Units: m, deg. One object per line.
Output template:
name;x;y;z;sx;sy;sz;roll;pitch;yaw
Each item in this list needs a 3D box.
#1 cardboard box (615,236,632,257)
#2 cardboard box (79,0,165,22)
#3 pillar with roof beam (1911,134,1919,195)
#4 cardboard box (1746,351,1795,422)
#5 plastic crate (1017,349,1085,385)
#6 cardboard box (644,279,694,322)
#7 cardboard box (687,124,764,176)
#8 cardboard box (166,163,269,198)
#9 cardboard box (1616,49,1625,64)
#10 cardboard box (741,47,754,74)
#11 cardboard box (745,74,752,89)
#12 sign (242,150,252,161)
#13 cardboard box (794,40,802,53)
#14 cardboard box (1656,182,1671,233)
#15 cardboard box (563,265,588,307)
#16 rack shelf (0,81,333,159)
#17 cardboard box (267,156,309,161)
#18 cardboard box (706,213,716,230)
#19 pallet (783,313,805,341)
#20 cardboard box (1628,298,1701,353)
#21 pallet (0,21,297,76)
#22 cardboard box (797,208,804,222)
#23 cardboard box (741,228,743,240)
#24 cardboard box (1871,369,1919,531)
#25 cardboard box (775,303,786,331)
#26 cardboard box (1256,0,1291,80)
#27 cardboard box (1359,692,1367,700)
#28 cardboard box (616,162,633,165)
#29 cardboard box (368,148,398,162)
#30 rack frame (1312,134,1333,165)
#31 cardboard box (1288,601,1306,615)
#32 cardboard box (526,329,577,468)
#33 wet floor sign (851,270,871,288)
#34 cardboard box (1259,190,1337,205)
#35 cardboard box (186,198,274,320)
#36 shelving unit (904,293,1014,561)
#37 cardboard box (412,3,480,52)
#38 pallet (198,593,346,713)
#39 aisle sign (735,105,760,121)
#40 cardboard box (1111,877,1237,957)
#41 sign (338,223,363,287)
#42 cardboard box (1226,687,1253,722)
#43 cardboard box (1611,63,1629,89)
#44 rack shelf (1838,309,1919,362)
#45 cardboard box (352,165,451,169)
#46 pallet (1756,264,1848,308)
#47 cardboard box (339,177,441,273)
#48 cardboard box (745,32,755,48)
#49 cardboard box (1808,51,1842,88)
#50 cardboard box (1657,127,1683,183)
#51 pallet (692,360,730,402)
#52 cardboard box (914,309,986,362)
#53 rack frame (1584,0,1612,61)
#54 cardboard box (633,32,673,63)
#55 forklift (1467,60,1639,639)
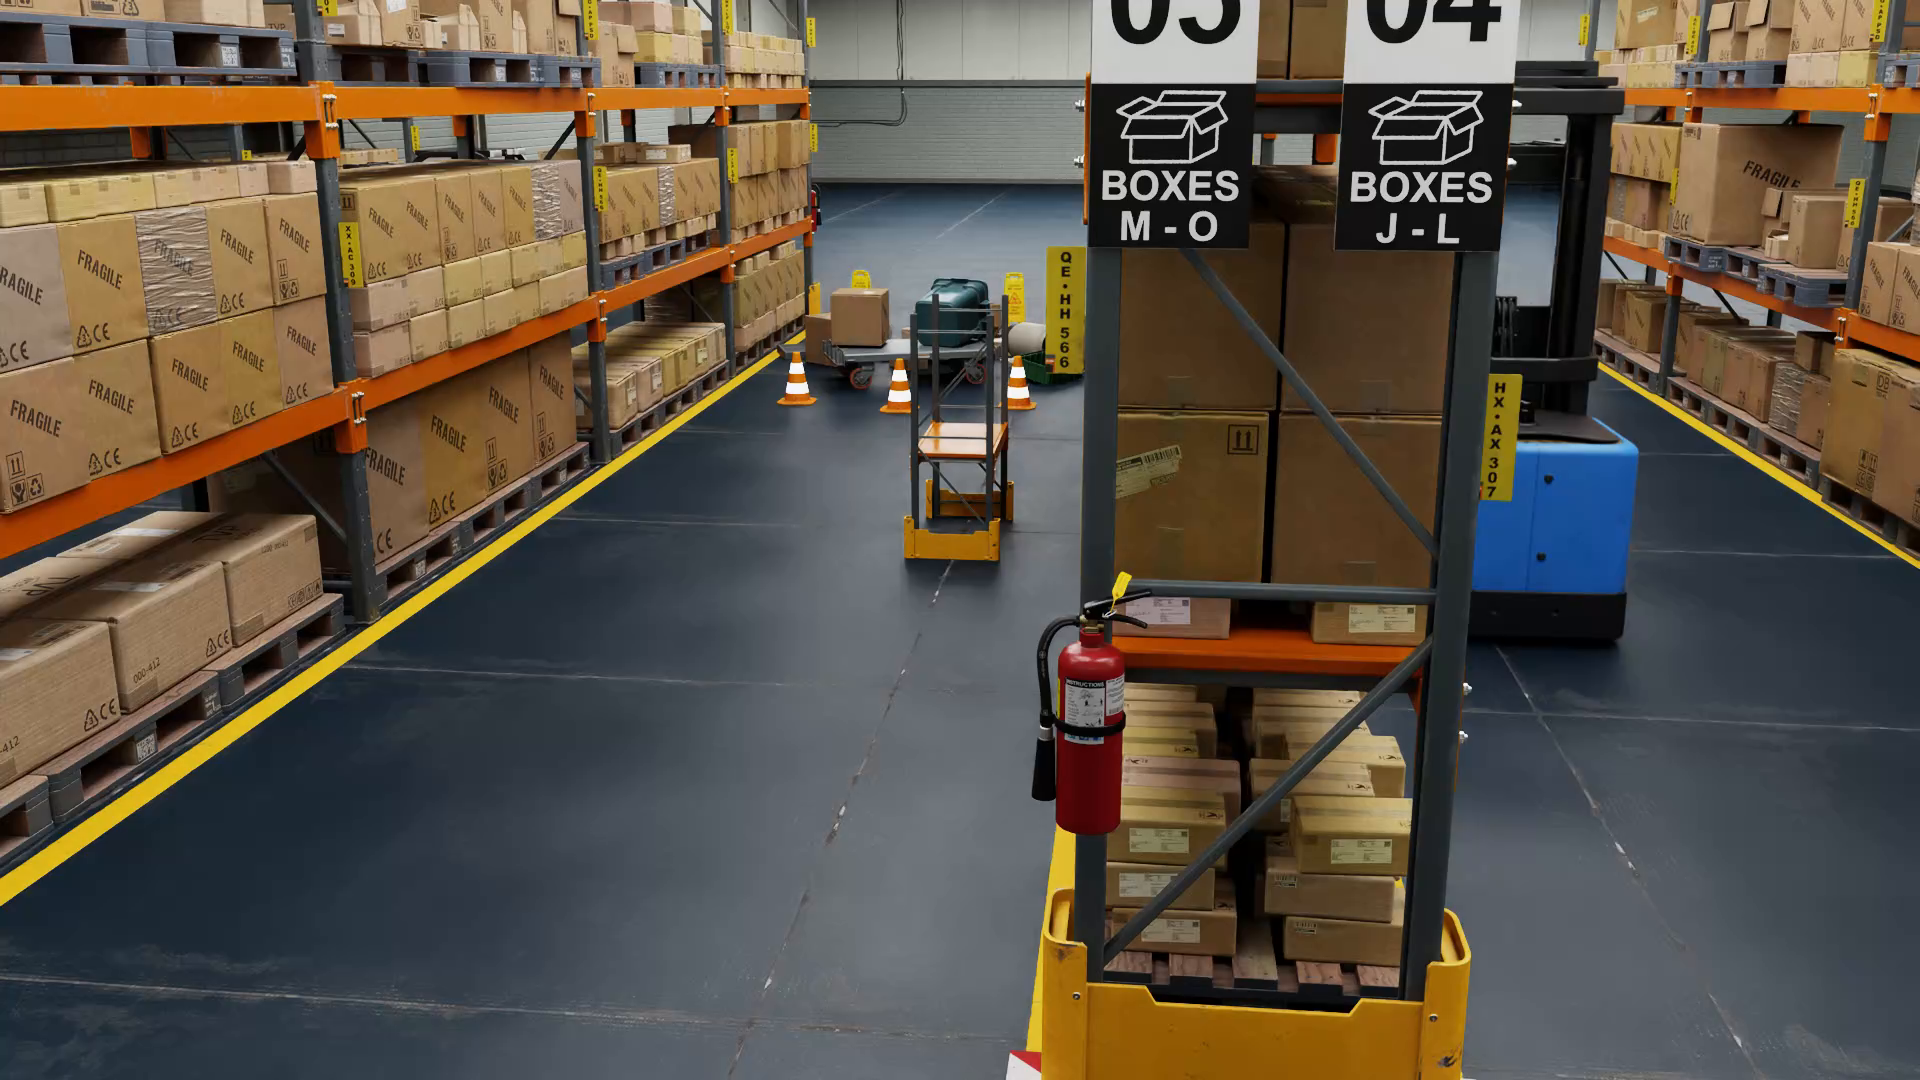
cardboard box;-2.844;-2.353;13.294;0.380;0.149;0.250;1;15;3
cardboard box;-3.779;-2.411;6.893;0.797;0.503;0.637;3;15;11
pillar with roof beam;22.196;-13.993;45.170;9.100;9.000;0.400;2;15;6
cardboard box;6.802;-1.230;13.412;0.700;0.500;0.500;3;15;11
plastic crate;0.892;-1.723;16.563;0.450;0.188;0.662;22;25;31
cardboard box;-2.956;-2.487;17.139;0.500;0.500;0.500;1;15;5
cardboard box;-2.411;-4.002;17.040;0.700;0.500;0.500;2;15;7
cardboard box;-3.515;-1.703;7.864;0.380;0.149;0.250;2;15;8
cardboard box;7.117;-5.072;17.451;0.380;0.149;0.250;2;15;6
cardboard box;-2.385;-4.848;16.814;0.500;0.250;0.500;2;15;6
cardboard box;-2.365;-4.755;17.236;0.380;0.149;0.250;1;15;5
sign;-7.148;-3.741;16.683;0.100;0.325;0.005;2;15;6
cardboard box;-2.049;-5.741;19.354;0.380;0.149;0.250;2;15;7
cardboard box;7.295;-3.232;16.106;0.875;0.500;0.500;2;15;6
cardboard box;-3.006;-1.840;12.006;0.500;0.250;0.500;1;15;4
rack shelf;-3.884;-1.595;6.447;1.077;0.370;4.000;2;15;6
cardboard box;-7.264;-4.081;18.004;0.380;0.149;0.250;1;15;5
cardboard box;-2.539;-3.028;15.791;0.380;0.149;0.250;2;15;7
pallet;-2.440;-2.550;19.689;1.003;0.211;1.213;2;15;6
cardboard box;7.225;-2.207;17.062;0.500;0.500;0.500;0;15;1
pallet;-3.761;-2.207;7.500;1.003;0.211;1.213;2;15;6
cardboard box;-2.052;-3.832;19.569;0.380;0.149;0.250;2;15;6
cardboard box;-2.424;-3.106;16.884;0.380;0.149;0.250;2;15;8
cardboard box;6.433;-0.527;10.129;1.225;0.875;0.875;2;15;6
cardboard box;-2.248;-2.513;18.674;0.500;0.250;0.500;1;15;4
cardboard box;0.609;-1.358;4.477;0.500;0.250;0.500;1;15;5
cardboard box;1.346;0.562;6.354;0.380;0.149;0.250;2;15;7
cardboard box;-3.219;-3.112;14.858;0.500;0.500;0.500;2;15;6
cardboard box;-7.068;-4.677;20.207;0.380;0.149;0.250;2;15;6
rack frame;1.271;-0.894;8.221;1.000;3.000;0.127;2;15;6
cardboard box;1.170;0.123;4.941;0.380;0.149;0.250;2;15;8
cardboard box;-3.368;-1.051;12.069;0.875;0.875;0.875;2;15;6
wet floor sign;-1.220;-3.007;20.546;0.267;0.644;0.232;7;17;25
cardboard box;1.266;-0.905;5.585;0.500;0.500;0.500;1;15;5
cardboard box;-3.503;-1.282;7.551;0.500;0.500;0.500;1;15;5
shelving unit;0.009;-0.744;10.539;0.587;1.500;1.083;2;15;6
cardboard box;-3.104;-3.063;9.949;0.396;0.266;0.258;3;15;11
pallet;-3.822;0.528;8.306;1.003;0.211;1.213;2;15;6
aisle sign;-2.605;-5.406;19.927;0.394;0.787;0.004;2;15;6
cardboard box;0.672;1.174;5.229;0.380;0.149;0.250;2;15;7
sign;-3.107;-1.454;8.481;0.100;0.325;0.005;2;15;6
cardboard box;1.263;0.633;6.660;0.380;0.149;0.250;2;15;9
cardboard box;7.119;-4.830;17.318;0.500;0.250;0.500;2;15;6
rack shelf;6.414;-0.893;9.596;1.077;0.370;4.000;2;15;6
cardboard box;-3.626;-2.198;10.938;0.500;0.500;0.500;2;15;8
pallet;6.614;-1.854;12.141;1.213;0.211;1.003;2;15;6
cardboard box;-3.293;-1.783;9.401;0.500;0.500;0.500;2;15;6
cardboard box;-2.301;-5.076;16.894;0.380;0.149;0.250;2;15;6
cardboard box;6.492;-3.394;12.009;0.500;0.250;0.500;2;15;6
cardboard box;6.868;-3.596;15.536;0.500;0.500;0.500;2;15;6
pallet;-2.842;-1.540;15.954;1.003;0.211;1.213;2;15;6
cardboard box;-0.084;-2.213;17.623;0.797;0.637;0.503;2;15;6
rack frame;7.542;-6.730;18.311;1.000;3.000;0.127;2;15;6
cardboard box;-2.798;-4.248;14.360;0.500;0.250;0.500;2;15;7
forklift;3.034;-1.241;9.637;1.130;2.935;3.031;1;15;5
